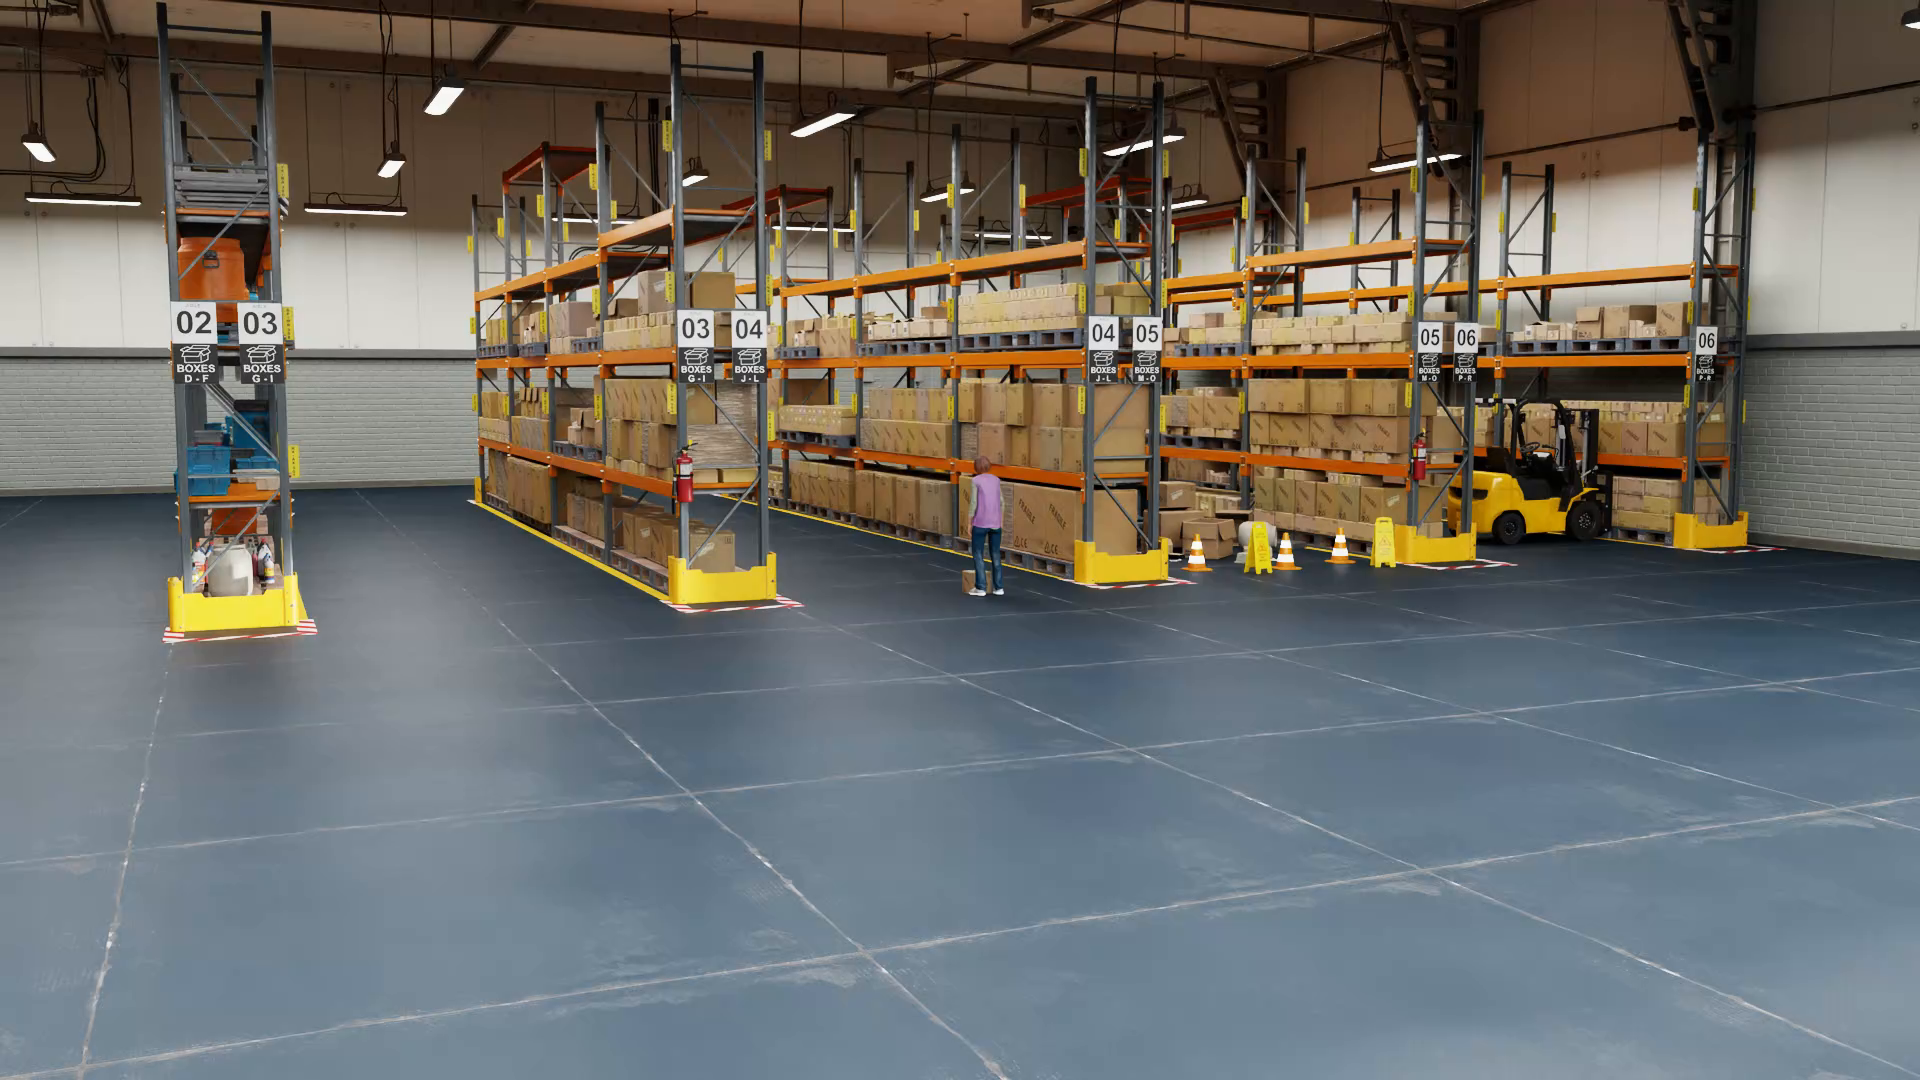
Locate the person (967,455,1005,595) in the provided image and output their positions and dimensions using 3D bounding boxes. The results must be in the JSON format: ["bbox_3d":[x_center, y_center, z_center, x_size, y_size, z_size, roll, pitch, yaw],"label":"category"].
[{"bbox_3d":[0.297,-0.161,18.866,0.477,1.592,0.347,-3,6,-27],"label":"person"}]
